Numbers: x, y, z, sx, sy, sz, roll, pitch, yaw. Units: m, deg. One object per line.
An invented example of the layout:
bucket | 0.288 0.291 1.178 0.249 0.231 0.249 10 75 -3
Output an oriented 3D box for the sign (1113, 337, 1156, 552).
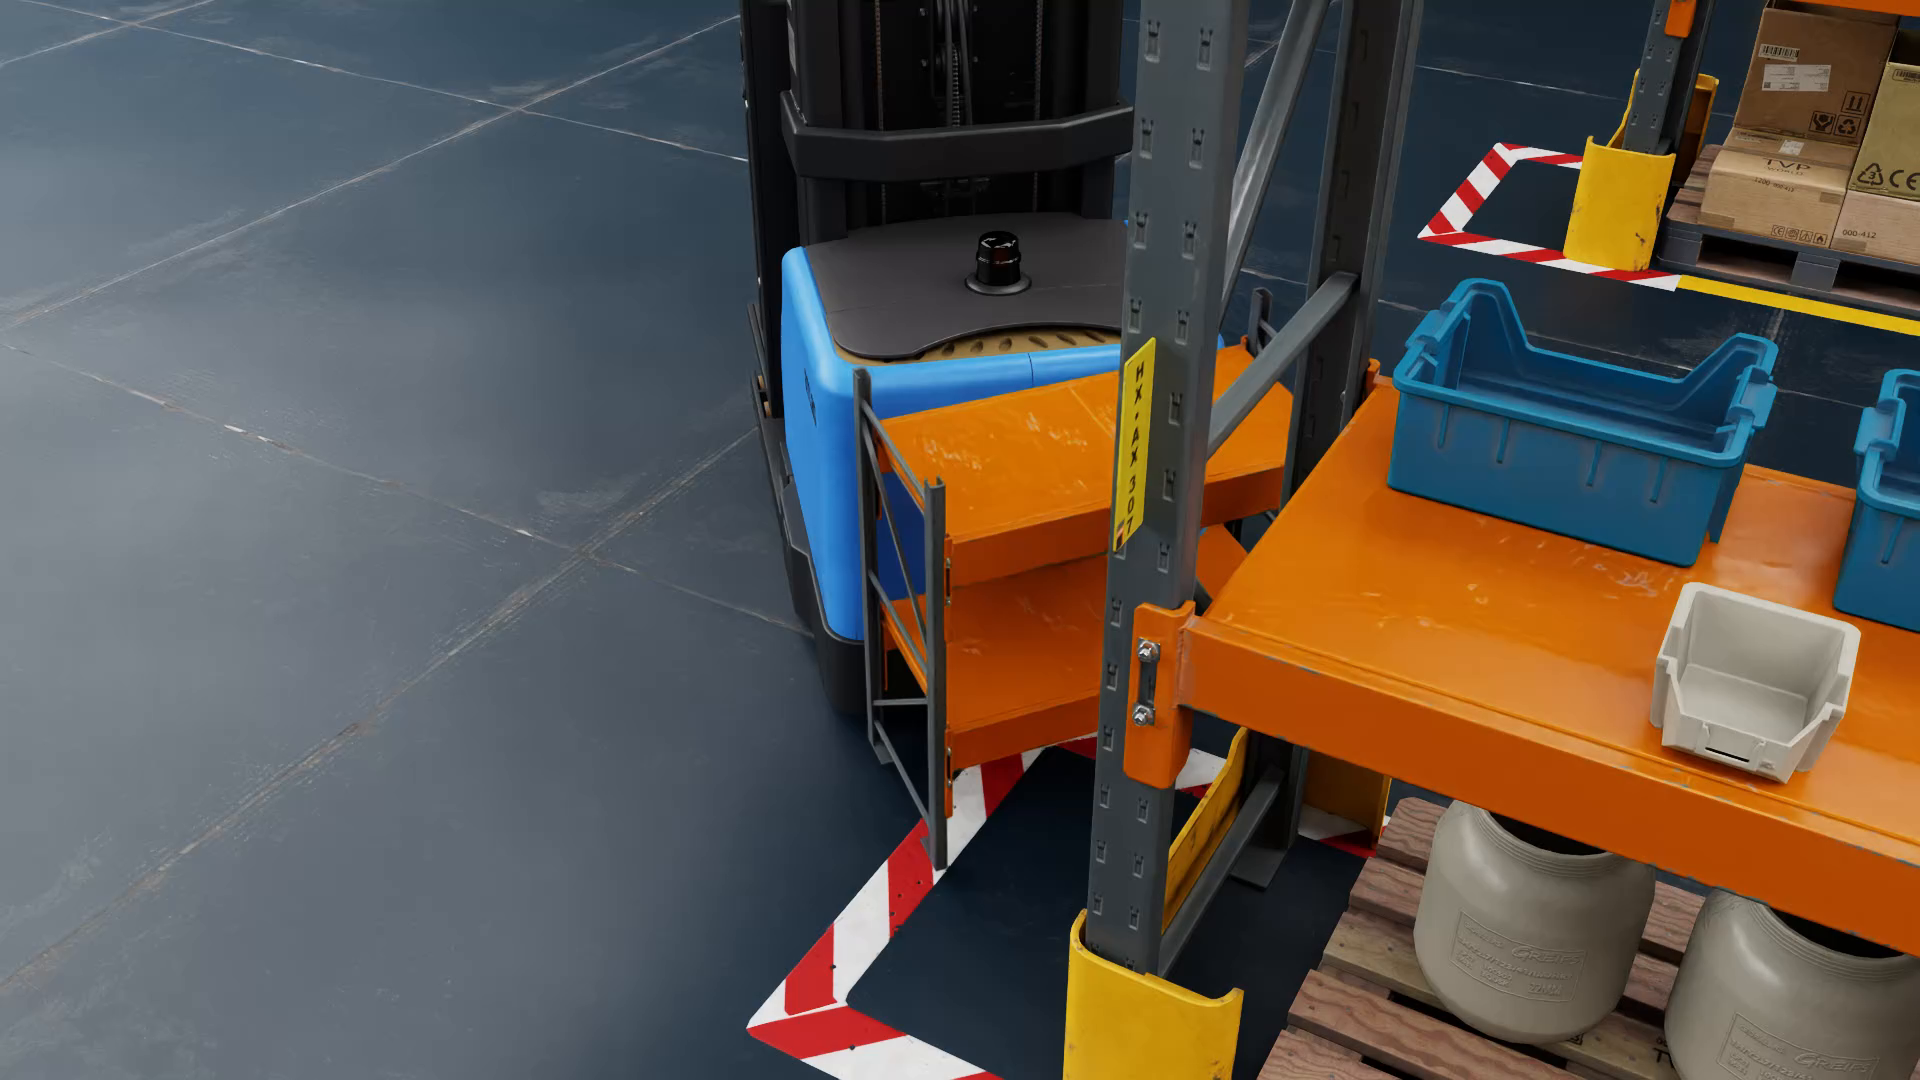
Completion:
sign | 0.262 -0.140 2.504 0.005 0.325 0.100 18 37 24

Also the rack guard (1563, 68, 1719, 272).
rack guard | 2.979 -1.637 7.257 0.348 0.500 1.175 18 37 24

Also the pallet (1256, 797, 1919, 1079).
pallet | 1.331 1.097 3.413 1.213 0.211 1.003 18 37 24

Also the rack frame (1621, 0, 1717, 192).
rack frame | 3.000 -2.671 6.555 0.127 3.000 1.000 18 37 24

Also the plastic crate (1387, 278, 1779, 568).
plastic crate | 1.122 -0.233 3.027 0.616 0.251 0.499 18 37 24

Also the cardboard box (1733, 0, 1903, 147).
cardboard box | 3.613 -2.009 6.986 0.500 0.500 0.500 18 37 24

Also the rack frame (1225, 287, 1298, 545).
rack frame | 0.810 -0.018 4.158 0.032 1.125 0.500 -13 39 -17

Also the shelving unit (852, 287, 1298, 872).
shelving unit | 0.337 0.094 4.008 1.048 1.125 0.538 -13 39 -17

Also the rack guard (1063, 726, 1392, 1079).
rack guard | 0.628 0.750 3.672 0.348 0.500 1.175 18 37 24

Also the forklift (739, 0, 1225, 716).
forklift | -0.125 -1.562 4.951 1.130 2.935 3.031 -6 34 -10

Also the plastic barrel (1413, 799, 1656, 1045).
plastic barrel | 1.148 0.717 3.333 0.421 0.512 0.421 0 34 0

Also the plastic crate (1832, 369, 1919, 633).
plastic crate | 1.683 -0.051 2.755 0.408 0.251 0.499 18 37 24

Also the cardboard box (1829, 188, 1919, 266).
cardboard box | 3.791 -1.311 6.614 0.500 0.250 0.500 18 37 24

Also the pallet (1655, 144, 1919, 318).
pallet | 3.685 -1.320 7.042 1.213 0.211 1.003 18 37 24

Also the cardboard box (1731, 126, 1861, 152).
cardboard box | 3.612 -1.696 7.192 0.500 0.250 0.500 18 37 24

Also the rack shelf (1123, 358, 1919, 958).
rack shelf | 2.275 0.561 2.350 4.000 0.370 1.077 18 37 24

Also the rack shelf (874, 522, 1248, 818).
rack shelf | 0.337 0.289 4.154 1.000 0.278 0.538 -13 39 -17

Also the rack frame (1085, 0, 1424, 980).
rack frame | 0.539 -0.288 2.977 0.127 3.000 1.000 18 37 24

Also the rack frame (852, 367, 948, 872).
rack frame | -0.135 0.205 3.857 0.032 1.125 0.500 -13 39 -17

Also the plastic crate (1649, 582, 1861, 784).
plastic crate | 1.156 0.222 2.448 0.250 0.136 0.298 18 37 24

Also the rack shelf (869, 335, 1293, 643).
rack shelf | 0.338 -0.141 3.832 1.000 0.278 0.538 -13 39 -17

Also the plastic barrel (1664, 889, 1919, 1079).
plastic barrel | 1.583 0.854 3.126 0.421 0.512 0.421 0 34 0

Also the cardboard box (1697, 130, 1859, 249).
cardboard box | 3.355 -1.447 6.818 0.500 0.250 0.500 18 37 24

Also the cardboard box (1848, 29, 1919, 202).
cardboard box | 3.790 -1.622 6.405 0.500 0.500 0.500 18 37 24

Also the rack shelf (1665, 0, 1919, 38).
rack shelf | 4.736 -1.821 5.928 4.000 0.370 1.077 18 37 24
